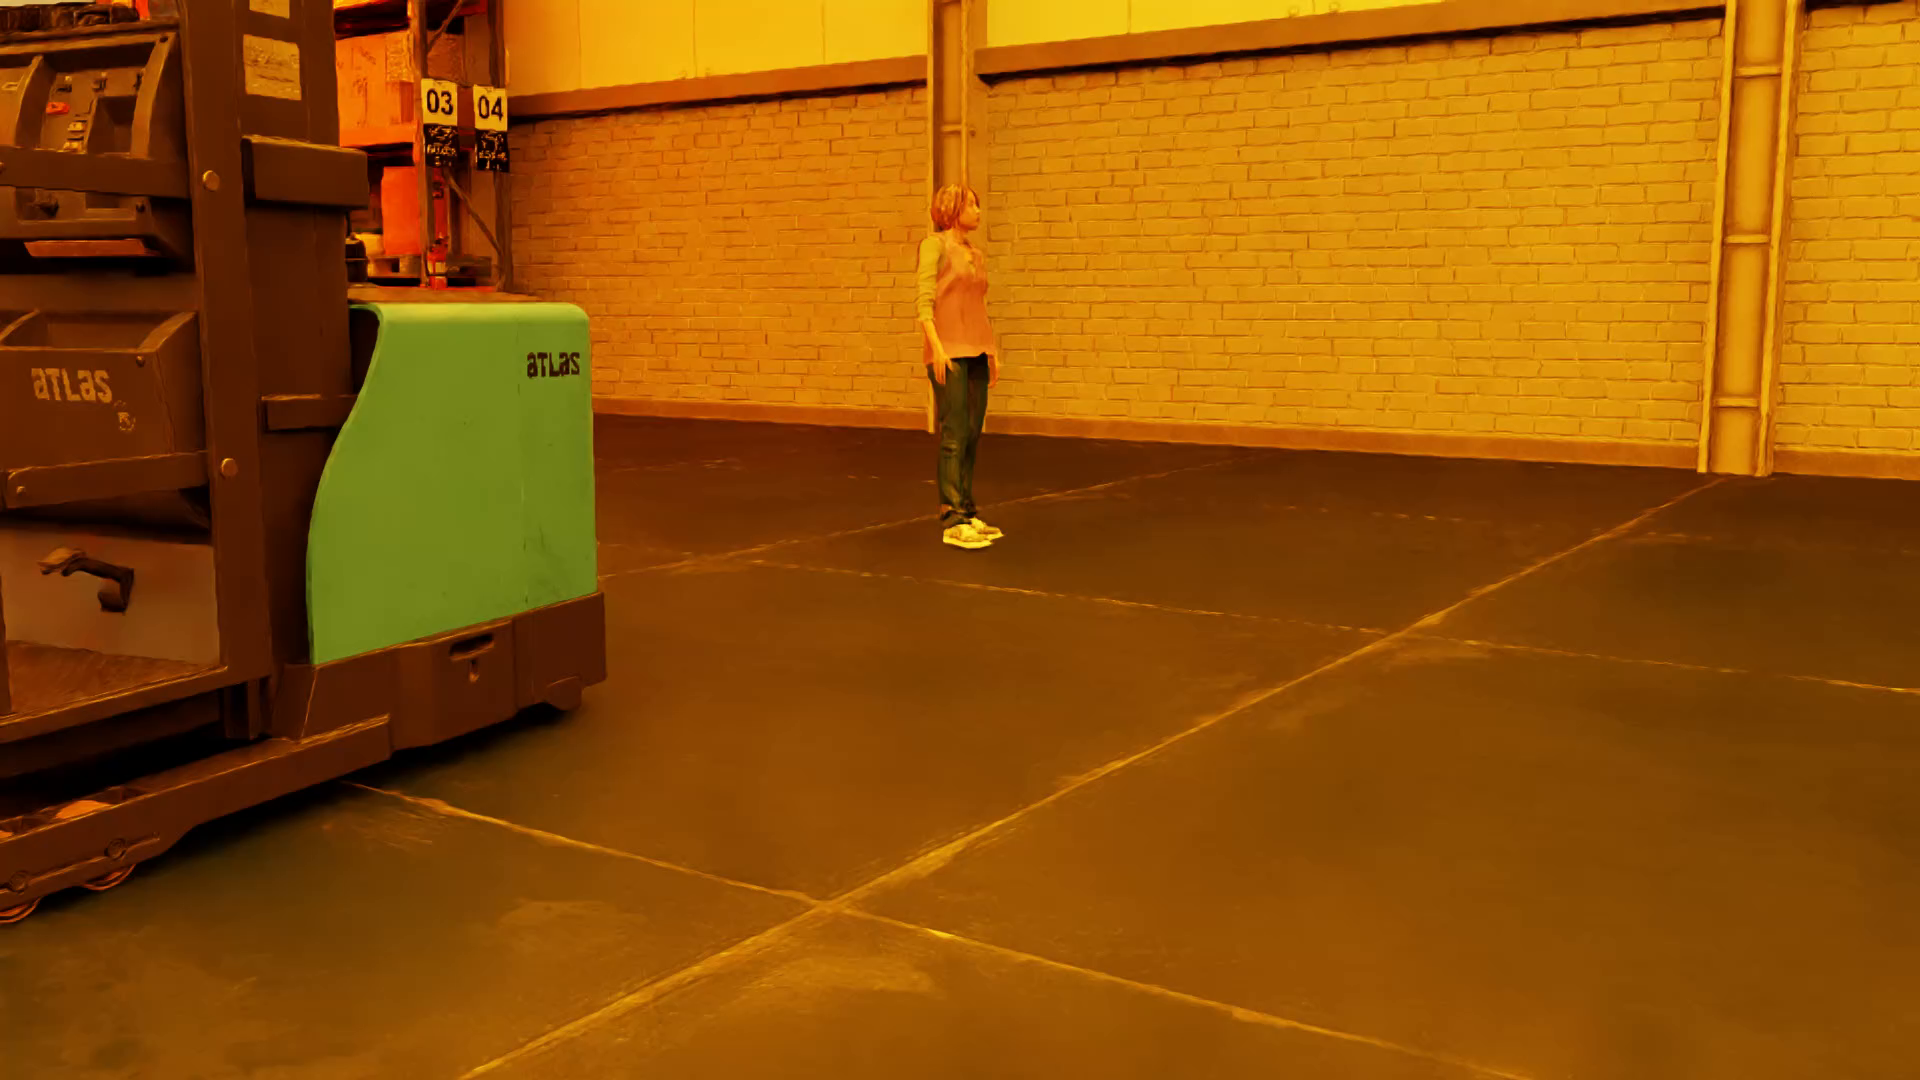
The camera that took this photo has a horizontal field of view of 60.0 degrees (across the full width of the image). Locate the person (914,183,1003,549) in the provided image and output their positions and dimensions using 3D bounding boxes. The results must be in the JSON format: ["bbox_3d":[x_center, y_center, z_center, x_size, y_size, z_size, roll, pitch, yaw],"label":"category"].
[{"bbox_3d":[0.054,-0.790,7.438,0.474,1.597,0.520,5,10,34],"label":"person"}]

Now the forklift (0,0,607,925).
[{"bbox_3d":[-2.020,-0.849,3.165,1.130,2.935,3.031,4,9,24],"label":"forklift"}]
